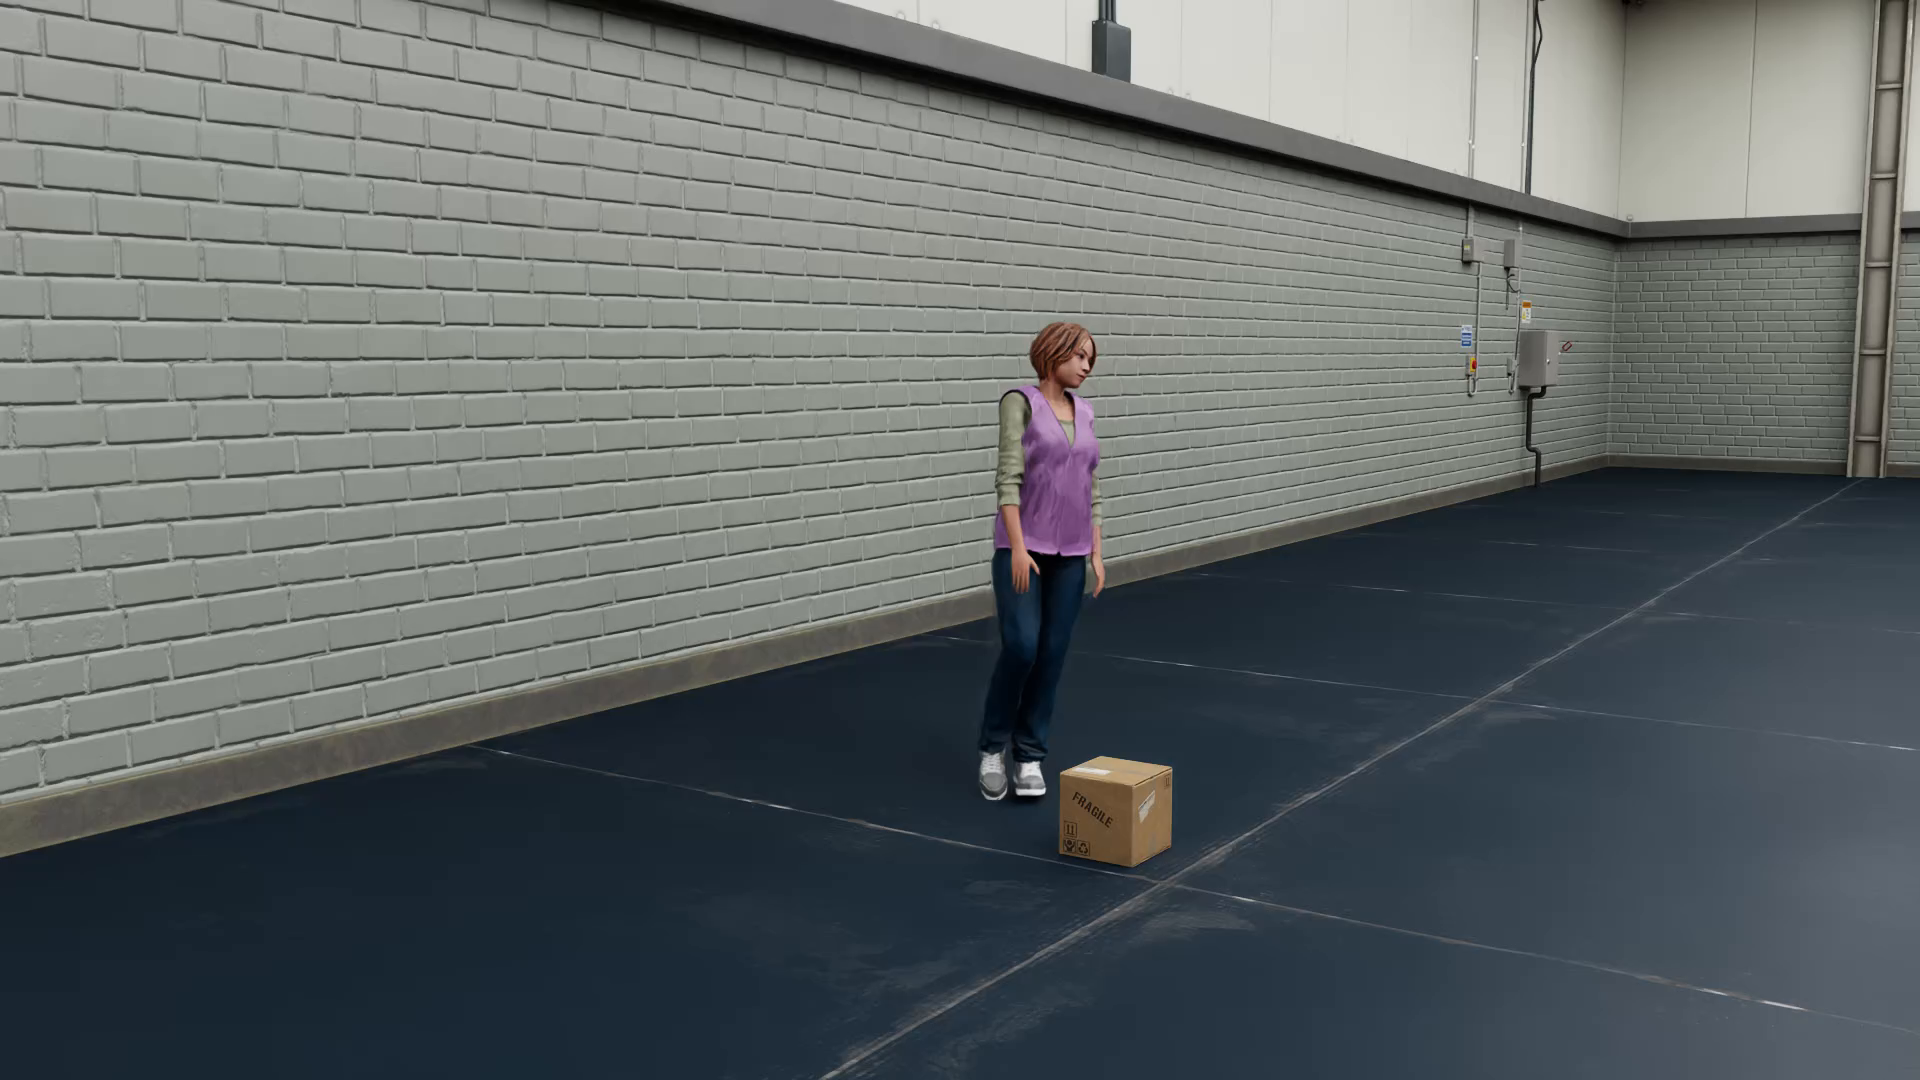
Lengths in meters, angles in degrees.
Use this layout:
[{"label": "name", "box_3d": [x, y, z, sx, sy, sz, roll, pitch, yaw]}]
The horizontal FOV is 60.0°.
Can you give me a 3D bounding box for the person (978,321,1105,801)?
[{"label": "person", "box_3d": [0.282, 0.082, 5.568, 0.433, 1.581, 0.361, -3, 7, -24]}]
